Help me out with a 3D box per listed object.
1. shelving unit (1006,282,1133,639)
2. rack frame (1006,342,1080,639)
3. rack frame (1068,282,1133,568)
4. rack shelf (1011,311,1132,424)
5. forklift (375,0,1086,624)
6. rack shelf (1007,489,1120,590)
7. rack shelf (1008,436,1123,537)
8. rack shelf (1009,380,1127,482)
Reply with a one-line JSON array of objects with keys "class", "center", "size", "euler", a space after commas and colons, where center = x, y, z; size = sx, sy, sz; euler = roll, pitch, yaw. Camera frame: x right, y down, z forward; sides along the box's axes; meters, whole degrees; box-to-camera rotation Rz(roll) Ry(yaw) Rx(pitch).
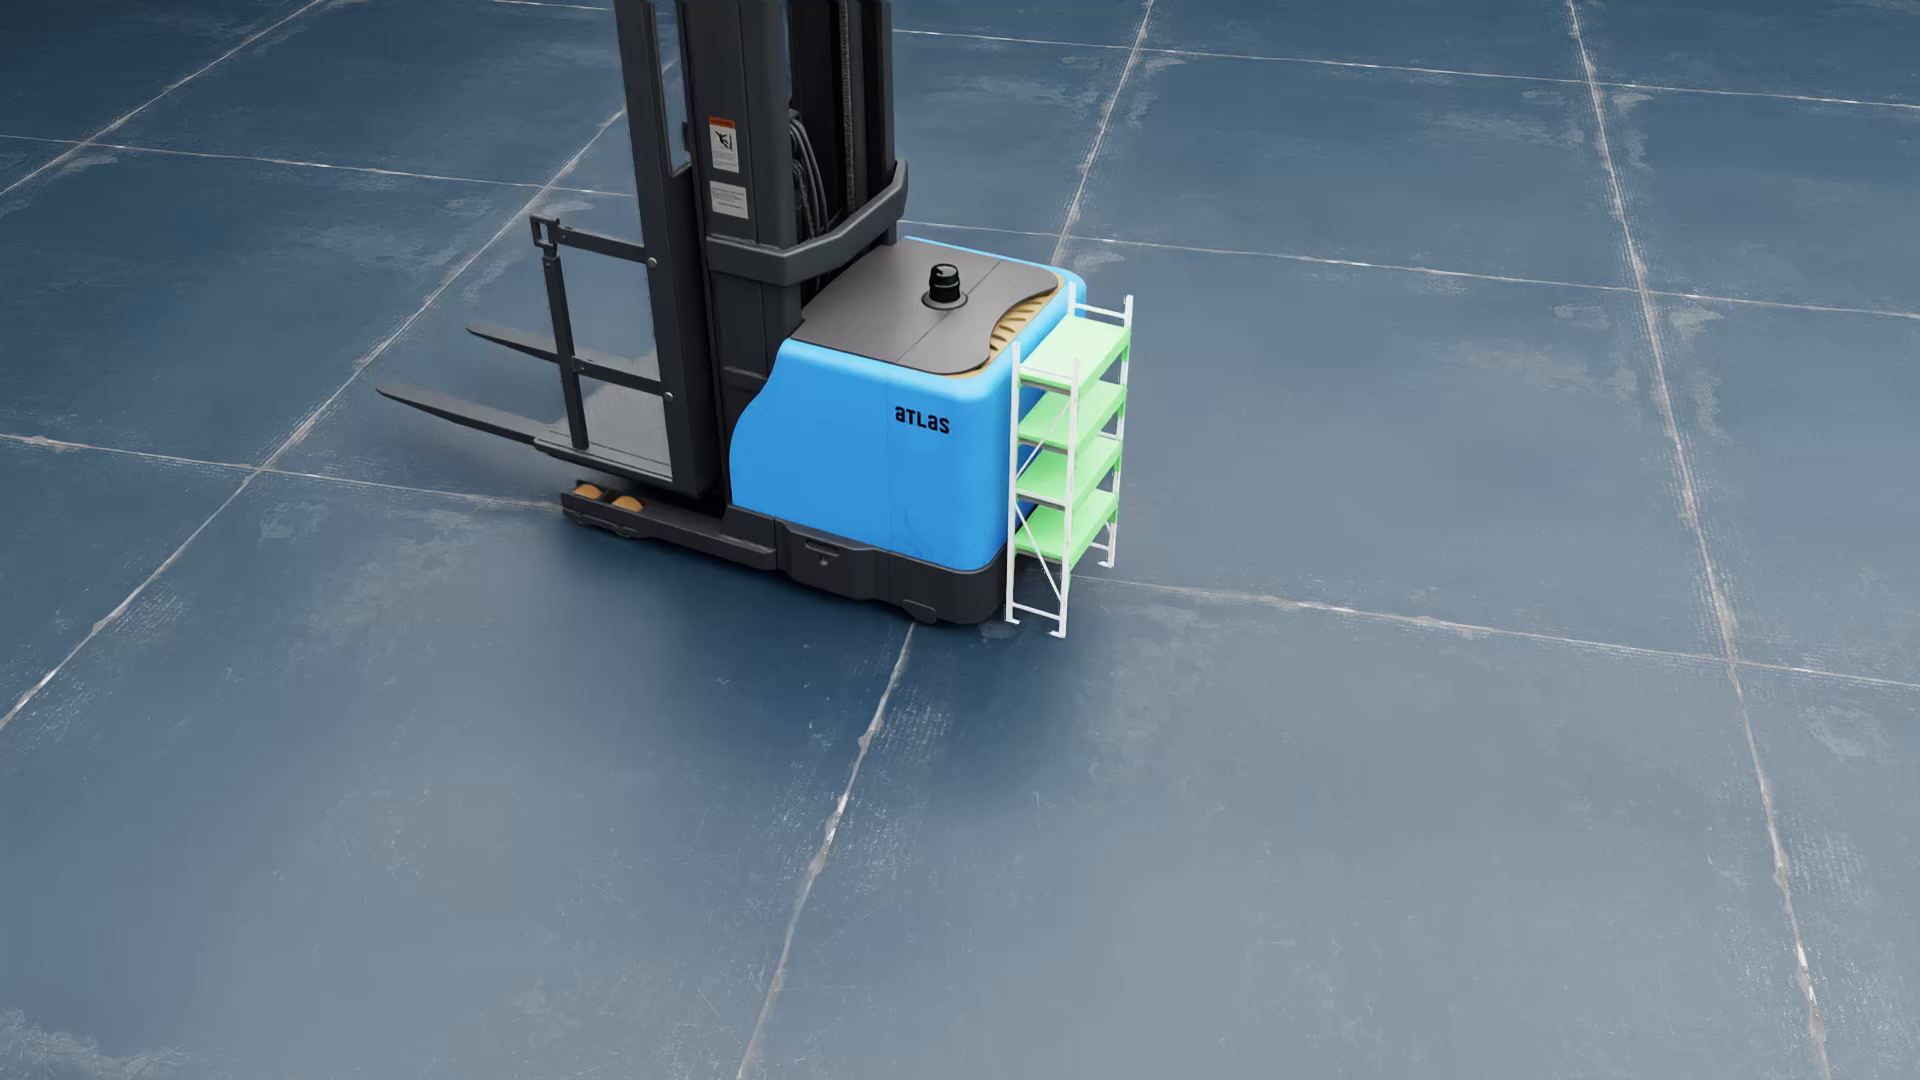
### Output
[{"class": "shelving unit", "center": [0.394, -0.279, 6.112], "size": [0.258, 1.200, 0.503], "euler": [16, 39, 21]}, {"class": "rack frame", "center": [0.287, -0.150, 5.934], "size": [0.240, 1.200, 0.015], "euler": [16, 39, 21]}, {"class": "rack frame", "center": [0.501, -0.408, 6.289], "size": [0.240, 1.200, 0.015], "euler": [16, 39, 21]}, {"class": "rack shelf", "center": [0.396, -0.616, 5.867], "size": [0.258, 0.148, 0.480], "euler": [16, 39, 21]}, {"class": "forklift", "center": [-1.060, -1.458, 6.264], "size": [3.031, 2.935, 1.130], "euler": [16, 39, 21]}, {"class": "rack shelf", "center": [0.393, -0.033, 6.290], "size": [0.258, 0.148, 0.480], "euler": [16, 39, 21]}, {"class": "rack shelf", "center": [0.394, -0.227, 6.149], "size": [0.258, 0.148, 0.480], "euler": [16, 39, 21]}, {"class": "rack shelf", "center": [0.395, -0.421, 6.008], "size": [0.258, 0.148, 0.480], "euler": [16, 39, 21]}]
